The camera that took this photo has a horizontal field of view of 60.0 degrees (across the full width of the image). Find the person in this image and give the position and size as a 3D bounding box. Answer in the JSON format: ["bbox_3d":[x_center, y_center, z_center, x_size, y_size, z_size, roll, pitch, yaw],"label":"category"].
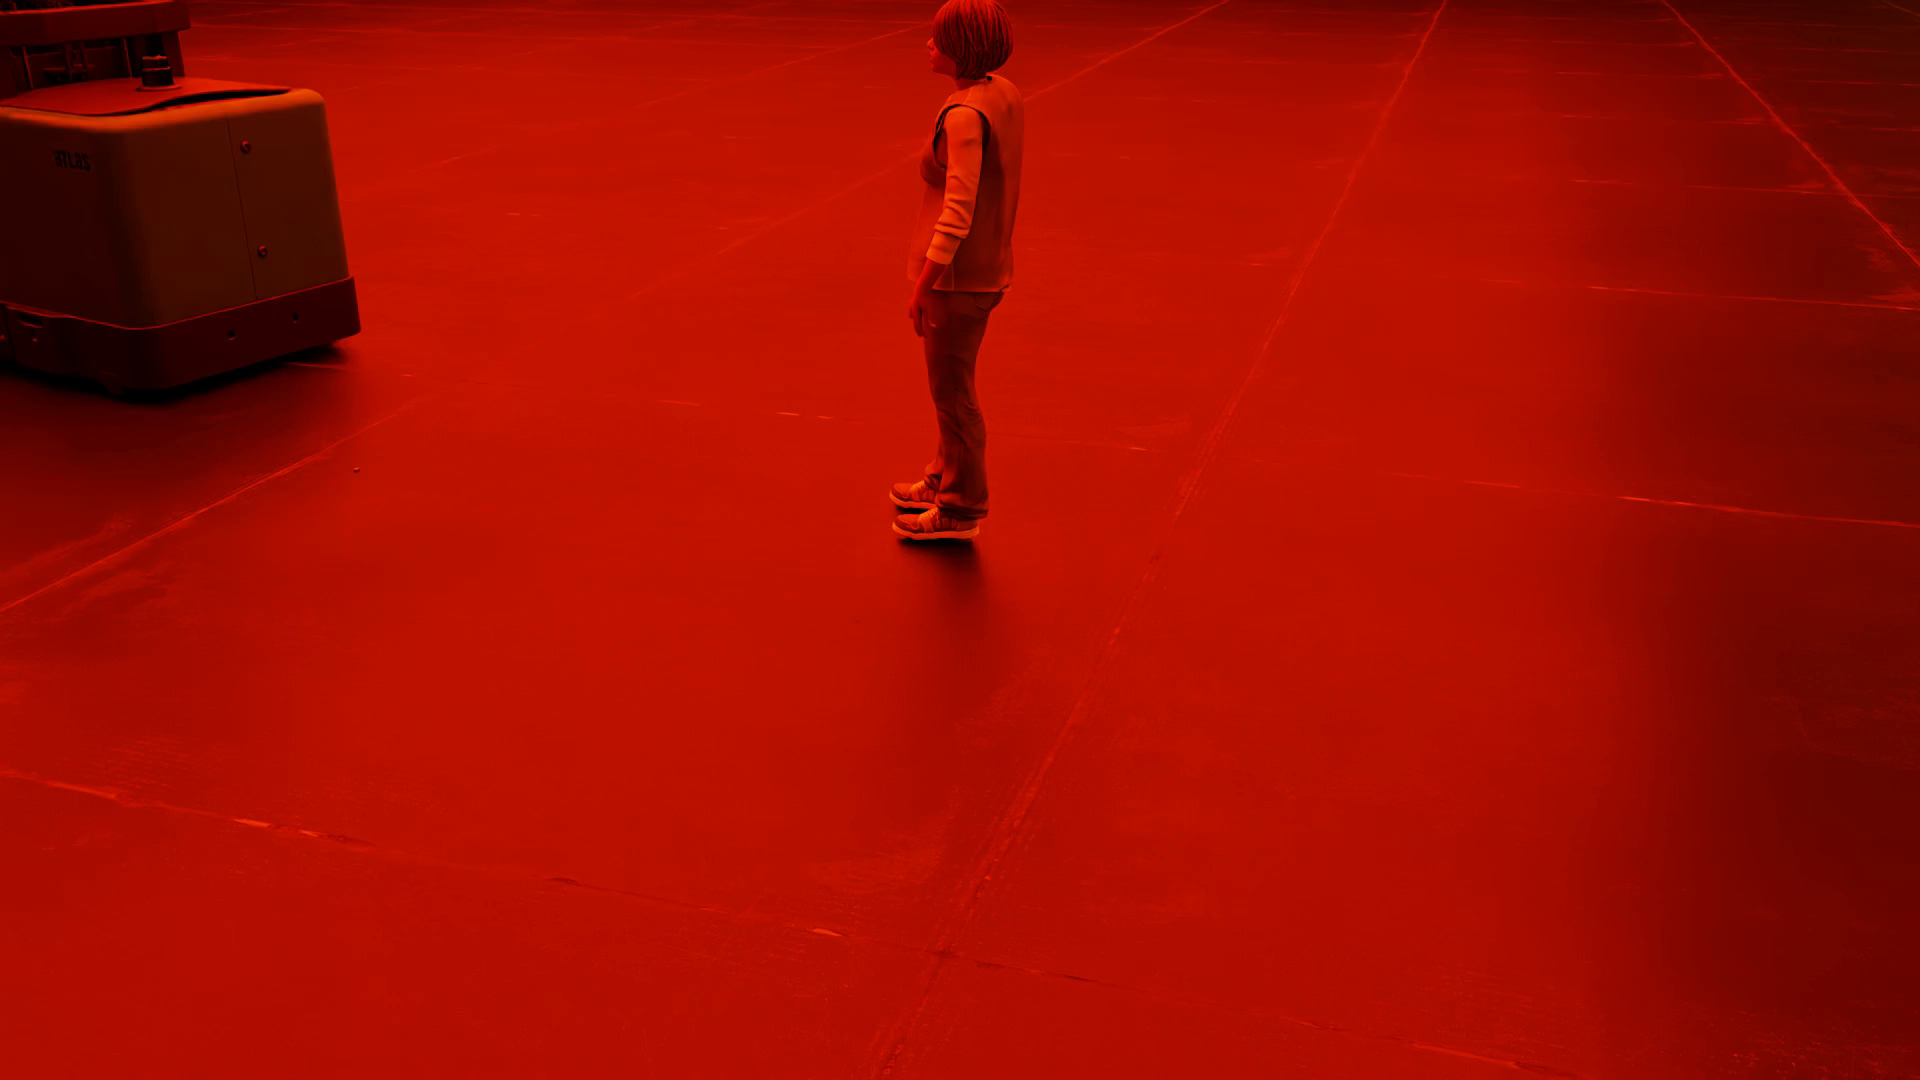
[{"bbox_3d":[-0.066,-0.759,4.846,0.475,1.597,0.520,7,23,16],"label":"person"}]

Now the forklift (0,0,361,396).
[{"bbox_3d":[-4.081,-2.309,6.873,3.031,2.935,1.130,13,26,28],"label":"forklift"}]
